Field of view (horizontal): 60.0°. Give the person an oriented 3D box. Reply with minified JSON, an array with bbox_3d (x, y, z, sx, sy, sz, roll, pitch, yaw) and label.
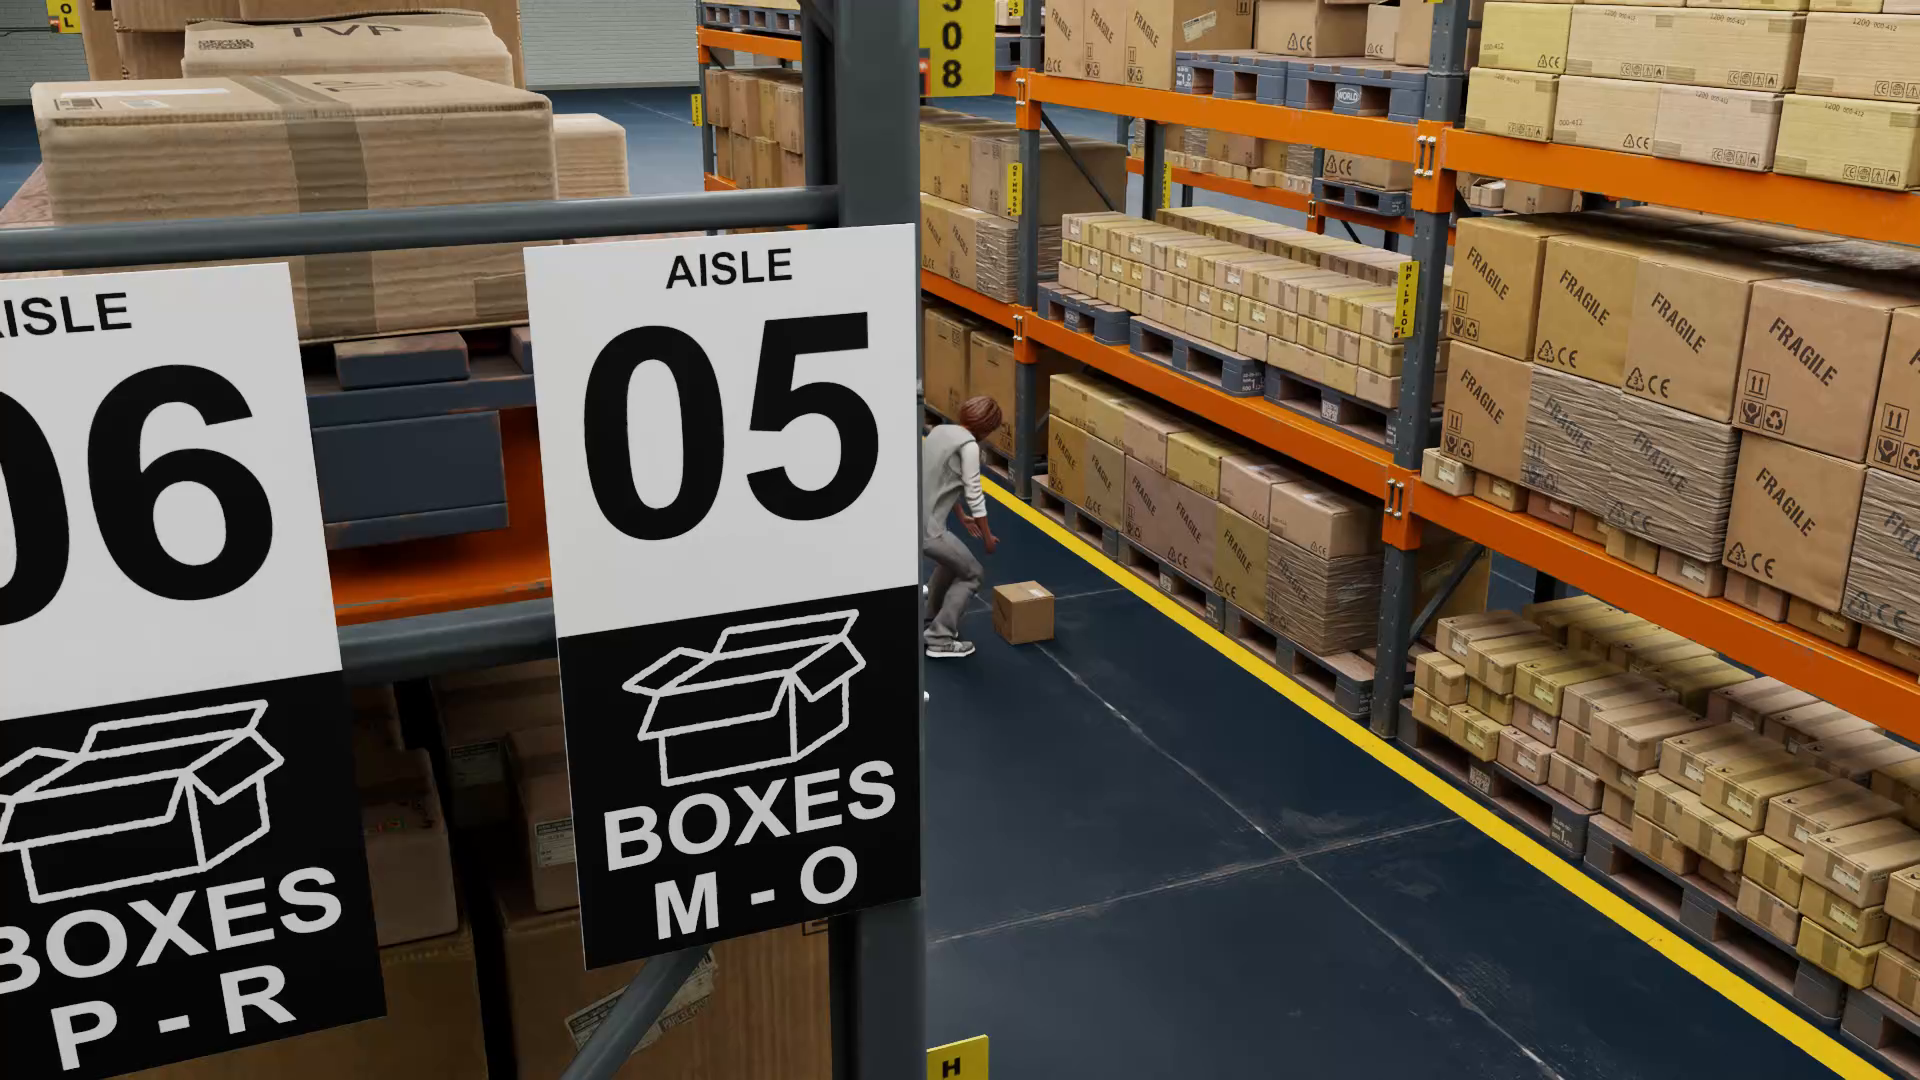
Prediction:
[{"bbox_3d":[-0.072,-0.075,8.685,0.621,1.351,0.461,-8,21,-22],"label":"person"}]
